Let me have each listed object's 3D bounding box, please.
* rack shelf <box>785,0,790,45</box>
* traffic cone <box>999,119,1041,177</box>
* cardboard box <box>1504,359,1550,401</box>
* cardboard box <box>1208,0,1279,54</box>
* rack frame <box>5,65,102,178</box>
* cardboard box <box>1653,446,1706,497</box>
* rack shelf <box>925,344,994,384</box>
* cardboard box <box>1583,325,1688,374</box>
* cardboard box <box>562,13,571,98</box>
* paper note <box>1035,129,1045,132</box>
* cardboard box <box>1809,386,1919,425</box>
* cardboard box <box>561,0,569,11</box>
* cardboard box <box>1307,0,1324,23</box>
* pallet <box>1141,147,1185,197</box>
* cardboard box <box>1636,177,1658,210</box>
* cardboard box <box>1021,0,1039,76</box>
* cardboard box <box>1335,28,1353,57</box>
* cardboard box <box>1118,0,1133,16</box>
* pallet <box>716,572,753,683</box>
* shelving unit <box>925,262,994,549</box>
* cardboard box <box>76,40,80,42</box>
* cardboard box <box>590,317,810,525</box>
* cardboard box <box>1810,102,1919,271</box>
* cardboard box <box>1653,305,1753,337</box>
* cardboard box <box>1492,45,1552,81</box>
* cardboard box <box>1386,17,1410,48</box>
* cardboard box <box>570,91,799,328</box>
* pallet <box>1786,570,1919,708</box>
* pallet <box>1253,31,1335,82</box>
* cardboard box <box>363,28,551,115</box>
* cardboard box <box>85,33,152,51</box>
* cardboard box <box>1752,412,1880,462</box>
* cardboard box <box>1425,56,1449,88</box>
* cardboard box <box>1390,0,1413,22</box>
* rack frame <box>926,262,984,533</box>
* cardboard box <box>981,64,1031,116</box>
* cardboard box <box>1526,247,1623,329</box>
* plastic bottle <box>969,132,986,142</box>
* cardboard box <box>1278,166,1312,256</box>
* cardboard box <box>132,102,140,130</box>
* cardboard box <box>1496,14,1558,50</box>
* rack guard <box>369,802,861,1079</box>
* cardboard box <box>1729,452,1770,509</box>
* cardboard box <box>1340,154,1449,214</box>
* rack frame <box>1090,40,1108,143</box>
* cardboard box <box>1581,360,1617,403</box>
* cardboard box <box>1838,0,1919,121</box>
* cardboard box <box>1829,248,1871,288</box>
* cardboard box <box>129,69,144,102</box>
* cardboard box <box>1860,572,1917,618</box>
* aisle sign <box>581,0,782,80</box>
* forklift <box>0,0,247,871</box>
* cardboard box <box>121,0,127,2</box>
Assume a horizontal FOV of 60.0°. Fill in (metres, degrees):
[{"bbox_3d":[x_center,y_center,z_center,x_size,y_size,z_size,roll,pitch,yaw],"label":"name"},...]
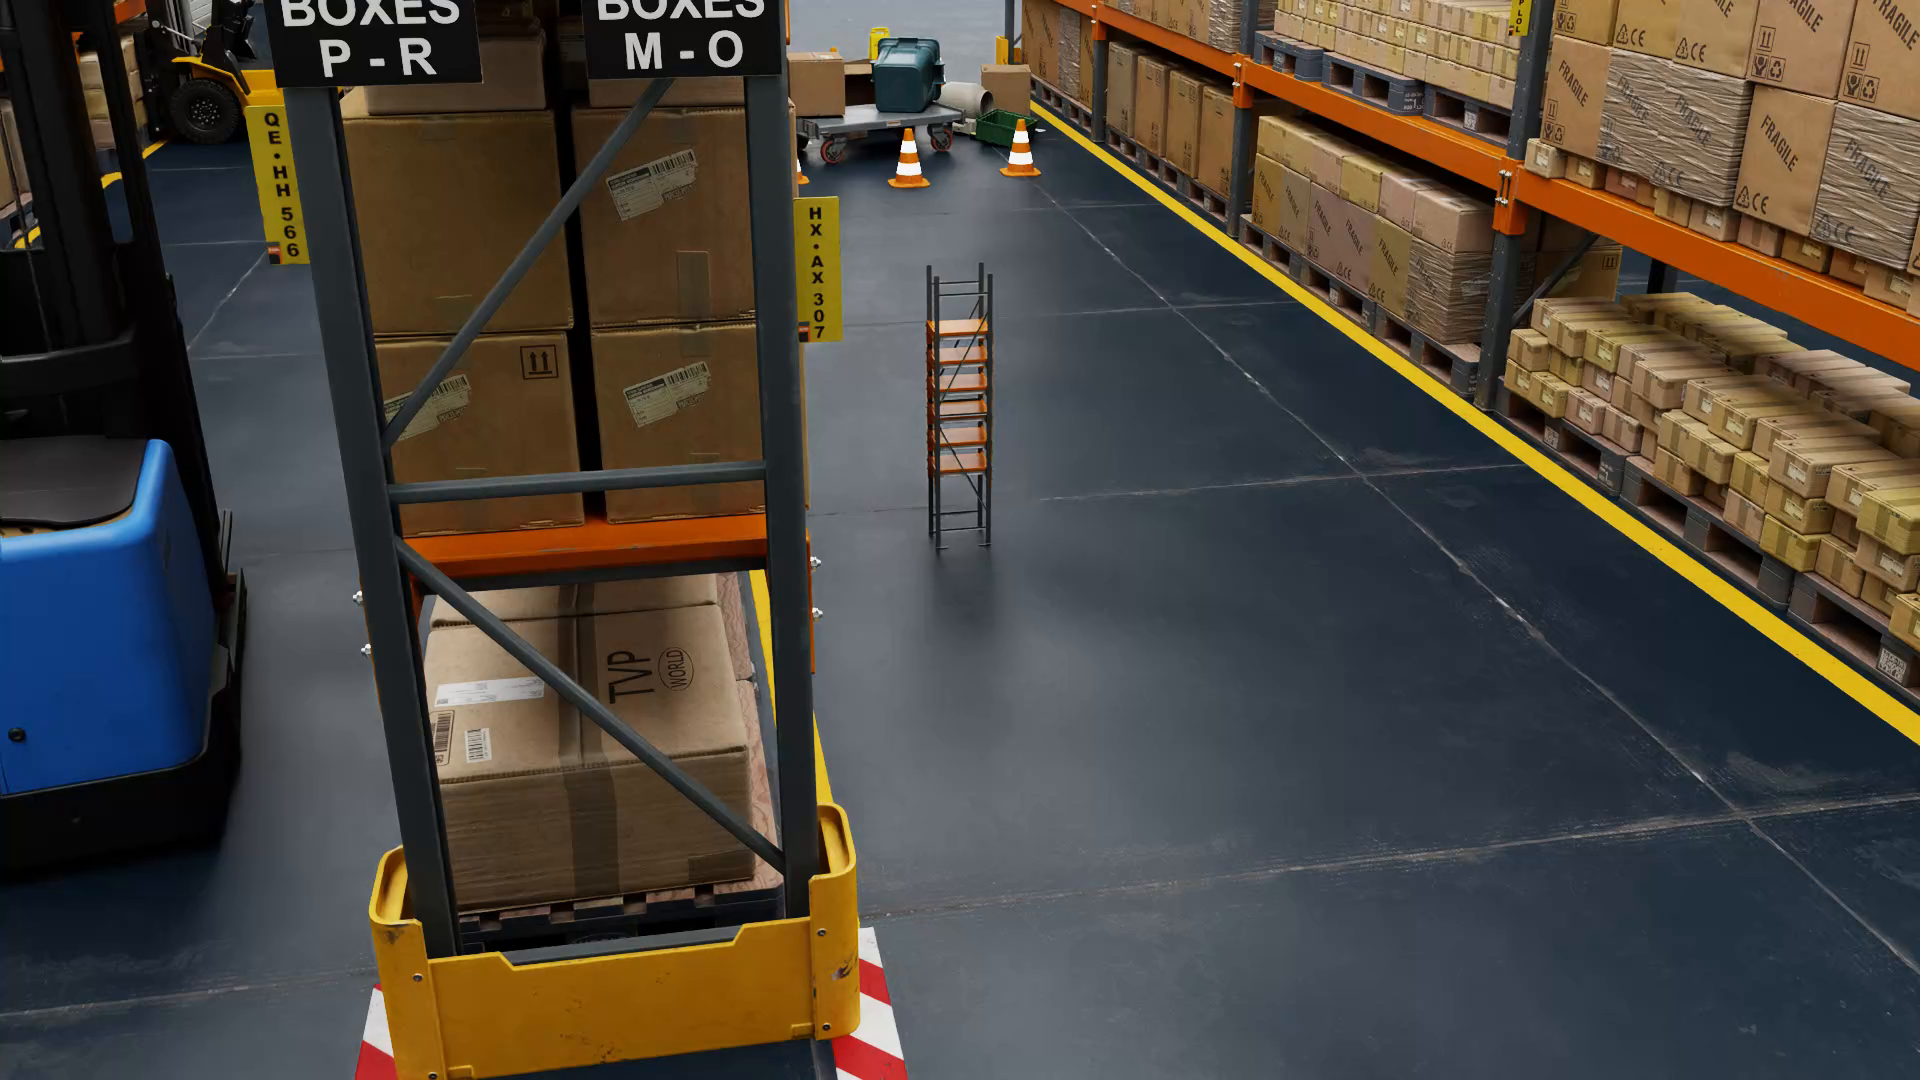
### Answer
[{"bbox_3d":[-1.231,-1.957,5.134,1.077,0.370,4.000,-4,24,-10],"label":"rack shelf"},{"bbox_3d":[0.530,-3.450,14.570,0.336,0.463,0.334,-4,24,-10],"label":"traffic cone"},{"bbox_3d":[2.997,-0.824,8.426,0.380,0.149,0.250,-5,24,-12],"label":"cardboard box"},{"bbox_3d":[2.159,-3.881,12.264,0.500,0.500,0.500,-4,24,-10],"label":"cardboard box"},{"bbox_3d":[-7.957,-4.477,13.752,1.000,3.000,0.127,-4,24,-10],"label":"rack frame"},{"bbox_3d":[3.277,-0.316,7.264,0.380,0.149,0.250,-5,24,-11],"label":"cardboard box"},{"bbox_3d":[-0.003,-0.735,6.945,0.258,0.103,0.180,-4,24,-10],"label":"rack shelf"},{"bbox_3d":[3.193,-0.904,7.866,0.380,0.149,0.250,-5,24,-10],"label":"cardboard box"},{"bbox_3d":[-1.489,-1.397,5.328,0.500,0.500,0.500,-4,24,-10],"label":"cardboard box"},{"bbox_3d":[0.752,-4.089,16.572,0.142,0.020,0.147,18,29,36],"label":"paper note"},{"bbox_3d":[3.819,-0.529,7.008,0.380,0.149,0.250,-4,24,-10],"label":"cardboard box"},{"bbox_3d":[-1.512,-1.858,5.572,0.380,0.149,0.250,-4,24,-10],"label":"cardboard box"},{"bbox_3d":[2.503,-3.476,10.878,0.380,0.149,0.250,-5,24,-11],"label":"cardboard box"},{"bbox_3d":[2.212,-3.195,14.301,1.003,0.211,1.213,-4,24,-10],"label":"pallet"},{"bbox_3d":[3.242,-1.550,7.364,0.380,0.149,0.250,-5,24,-12],"label":"cardboard box"},{"bbox_3d":[1.217,-5.782,18.870,0.875,0.875,0.875,-4,24,-9],"label":"cardboard box"},{"bbox_3d":[2.593,-3.142,10.486,0.380,0.149,0.250,-4,24,-8],"label":"cardboard box"},{"bbox_3d":[1.693,-4.872,14.532,0.500,0.500,0.500,-4,24,-9],"label":"cardboard box"},{"bbox_3d":[-1.308,0.365,6.151,1.003,0.211,1.213,-4,24,-10],"label":"pallet"},{"bbox_3d":[-0.003,-0.556,7.023,0.258,1.200,0.189,-4,24,-10],"label":"shelving unit"},{"bbox_3d":[-8.427,-4.445,15.340,0.500,0.250,0.500,-4,24,-9],"label":"cardboard box"},{"bbox_3d":[-0.667,-0.381,4.250,0.500,0.500,0.500,-4,24,-10],"label":"cardboard box"},{"bbox_3d":[3.456,-1.273,5.920,0.500,0.500,0.500,-4,24,-10],"label":"cardboard box"},{"bbox_3d":[3.653,-1.045,8.189,0.380,0.149,0.250,-4,24,-9],"label":"cardboard box"},{"bbox_3d":[2.978,-2.460,8.553,0.380,0.149,0.250,-4,24,-8],"label":"cardboard box"},{"bbox_3d":[2.730,-2.979,9.740,0.380,0.149,0.250,-4,24,-10],"label":"cardboard box"},{"bbox_3d":[-0.670,-0.839,4.050,0.500,0.500,0.500,-5,24,-11],"label":"cardboard box"},{"bbox_3d":[3.856,0.394,6.083,1.003,0.211,1.213,-4,24,-10],"label":"pallet"},{"bbox_3d":[2.742,-3.318,11.338,1.213,0.211,1.003,-4,24,-10],"label":"pallet"},{"bbox_3d":[-1.124,-1.053,3.729,0.380,0.149,0.250,-4,24,-9],"label":"cardboard box"},{"bbox_3d":[-8.016,-4.684,15.889,0.500,0.250,0.500,-5,24,-11],"label":"cardboard box"},{"bbox_3d":[3.446,-0.395,6.701,0.380,0.149,0.250,-5,24,-12],"label":"cardboard box"},{"bbox_3d":[2.839,-2.623,9.296,0.380,0.149,0.250,-6,24,-12],"label":"cardboard box"},{"bbox_3d":[2.739,-3.111,9.671,0.380,0.149,0.250,-5,24,-12],"label":"cardboard box"},{"bbox_3d":[-0.020,-0.592,7.105,0.240,1.200,0.006,-4,24,-10],"label":"rack frame"},{"bbox_3d":[0.471,-4.642,17.250,0.500,0.500,0.500,0,24,-1],"label":"cardboard box"},{"bbox_3d":[3.369,-1.462,9.448,0.500,0.500,0.500,-3,24,-8],"label":"cardboard box"},{"bbox_3d":[0.232,-3.902,16.107,0.133,0.061,0.283,-19,30,-37],"label":"plastic bottle"},{"bbox_3d":[2.482,-2.230,11.208,0.500,0.500,0.500,-4,24,-9],"label":"cardboard box"},{"bbox_3d":[-7.830,-3.822,15.165,0.500,0.250,0.500,-5,24,-11],"label":"cardboard box"},{"bbox_3d":[2.979,-2.598,8.497,0.380,0.149,0.250,-3,24,-7],"label":"cardboard box"},{"bbox_3d":[-0.856,1.030,4.268,1.175,0.500,0.348,-4,24,-10],"label":"rack guard"},{"bbox_3d":[3.372,-0.249,6.739,0.380,0.149,0.250,-3,24,-7],"label":"cardboard box"},{"bbox_3d":[2.666,-2.180,10.154,0.500,0.250,0.500,-5,24,-12],"label":"cardboard box"},{"bbox_3d":[1.766,-5.251,15.526,1.000,3.000,0.127,-4,24,-10],"label":"rack frame"},{"bbox_3d":[3.213,-0.775,7.942,0.380,0.149,0.250,-4,24,-10],"label":"cardboard box"},{"bbox_3d":[3.457,-1.737,5.732,0.500,0.500,0.500,-3,24,-7],"label":"cardboard box"},{"bbox_3d":[3.495,-1.037,6.190,0.380,0.149,0.250,-5,24,-12],"label":"cardboard box"},{"bbox_3d":[-7.920,-4.248,15.514,0.500,0.250,0.500,-5,24,-10],"label":"cardboard box"},{"bbox_3d":[3.572,0.187,6.111,0.380,0.149,0.250,-4,24,-10],"label":"cardboard box"},{"bbox_3d":[-0.563,-1.310,3.253,0.394,0.787,0.004,-4,24,-10],"label":"aisle sign"},{"bbox_3d":[-3.259,-0.888,5.622,1.130,2.935,3.031,-8,25,-18],"label":"forklift"},{"bbox_3d":[-8.062,-5.318,15.555,0.500,0.500,0.500,-4,24,-9],"label":"cardboard box"}]
